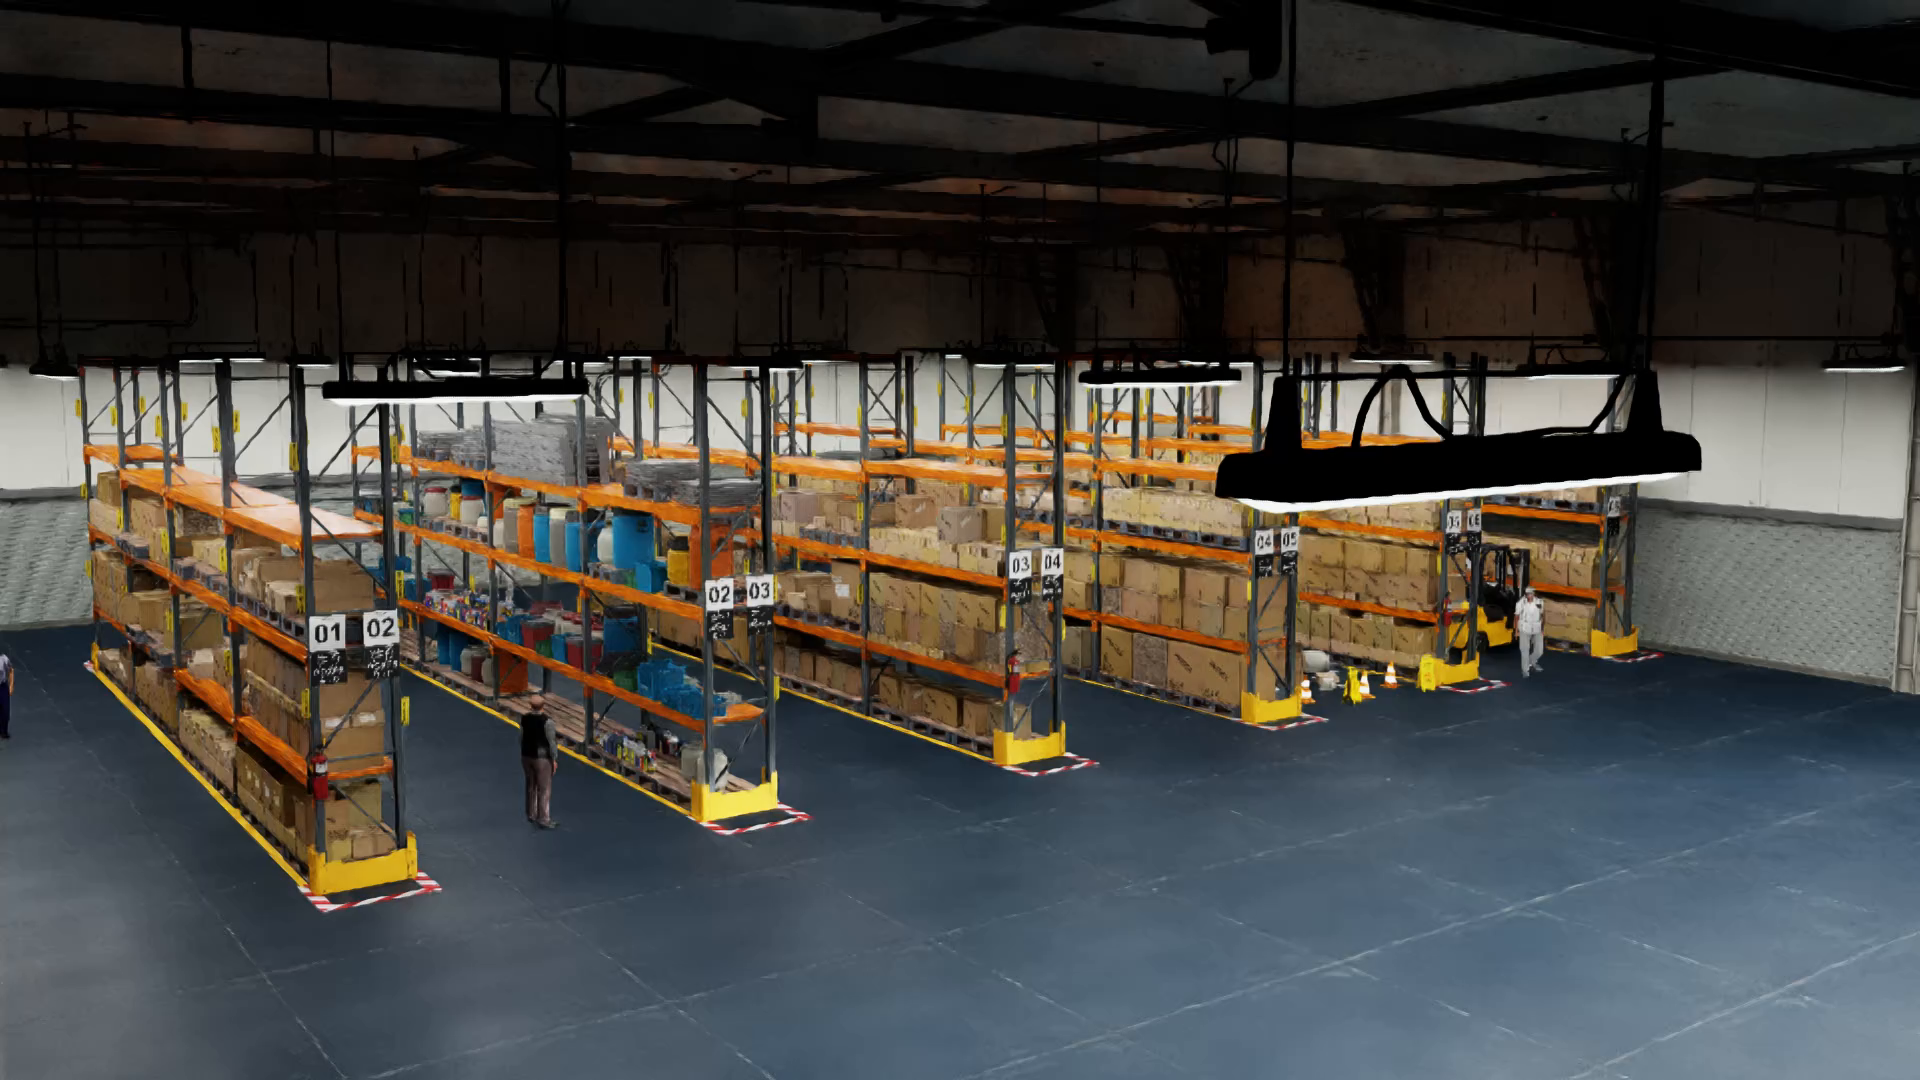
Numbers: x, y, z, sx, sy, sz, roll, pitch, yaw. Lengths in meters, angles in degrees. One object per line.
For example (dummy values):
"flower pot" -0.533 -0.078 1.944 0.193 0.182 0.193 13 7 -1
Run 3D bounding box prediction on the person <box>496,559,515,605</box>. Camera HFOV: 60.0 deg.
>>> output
"person" -10.894 0.675 39.609 0.721 1.713 0.843 -4 8 -30

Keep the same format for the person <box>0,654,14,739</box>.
"person" -15.267 2.373 26.245 0.625 1.596 0.517 -5 9 -38

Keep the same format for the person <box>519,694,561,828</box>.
"person" -5.450 2.846 21.632 0.583 1.727 0.450 3 8 25

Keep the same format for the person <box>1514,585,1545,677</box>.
"person" 10.693 1.684 31.221 0.600 1.753 0.522 0 7 2
